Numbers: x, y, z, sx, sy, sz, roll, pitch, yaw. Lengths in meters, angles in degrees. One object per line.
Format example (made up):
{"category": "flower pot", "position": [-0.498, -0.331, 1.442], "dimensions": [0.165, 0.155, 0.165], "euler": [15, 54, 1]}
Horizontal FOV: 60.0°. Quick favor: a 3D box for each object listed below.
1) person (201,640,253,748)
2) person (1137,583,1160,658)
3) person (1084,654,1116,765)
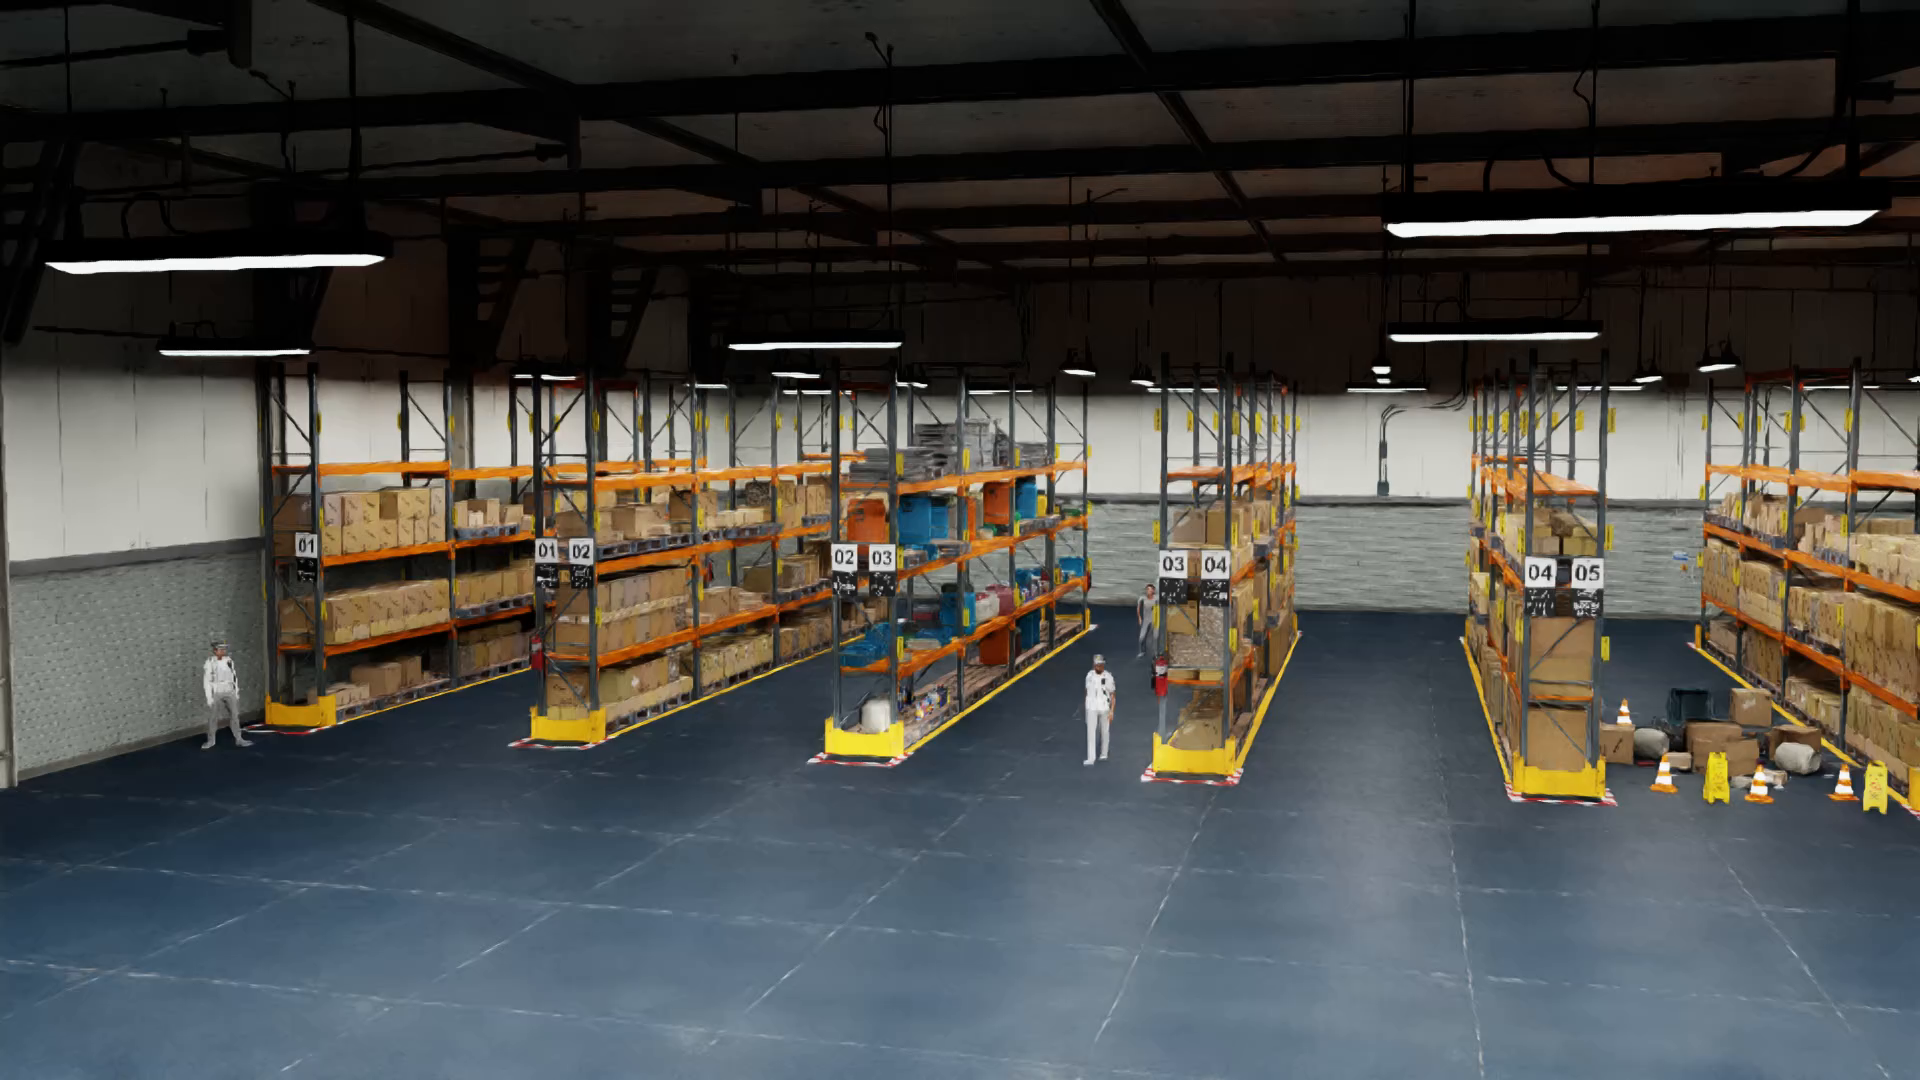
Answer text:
{"category": "person", "position": [-11.323, 2.354, 25.585], "dimensions": [0.668, 1.673, 0.516], "euler": [-4, 5, -42]}
{"category": "person", "position": [4.052, 1.712, 35.396], "dimensions": [0.580, 1.618, 0.507], "euler": [1, 4, 12]}
{"category": "person", "position": [2.041, 2.461, 24.307], "dimensions": [0.464, 1.618, 1.003], "euler": [1, 4, 11]}
